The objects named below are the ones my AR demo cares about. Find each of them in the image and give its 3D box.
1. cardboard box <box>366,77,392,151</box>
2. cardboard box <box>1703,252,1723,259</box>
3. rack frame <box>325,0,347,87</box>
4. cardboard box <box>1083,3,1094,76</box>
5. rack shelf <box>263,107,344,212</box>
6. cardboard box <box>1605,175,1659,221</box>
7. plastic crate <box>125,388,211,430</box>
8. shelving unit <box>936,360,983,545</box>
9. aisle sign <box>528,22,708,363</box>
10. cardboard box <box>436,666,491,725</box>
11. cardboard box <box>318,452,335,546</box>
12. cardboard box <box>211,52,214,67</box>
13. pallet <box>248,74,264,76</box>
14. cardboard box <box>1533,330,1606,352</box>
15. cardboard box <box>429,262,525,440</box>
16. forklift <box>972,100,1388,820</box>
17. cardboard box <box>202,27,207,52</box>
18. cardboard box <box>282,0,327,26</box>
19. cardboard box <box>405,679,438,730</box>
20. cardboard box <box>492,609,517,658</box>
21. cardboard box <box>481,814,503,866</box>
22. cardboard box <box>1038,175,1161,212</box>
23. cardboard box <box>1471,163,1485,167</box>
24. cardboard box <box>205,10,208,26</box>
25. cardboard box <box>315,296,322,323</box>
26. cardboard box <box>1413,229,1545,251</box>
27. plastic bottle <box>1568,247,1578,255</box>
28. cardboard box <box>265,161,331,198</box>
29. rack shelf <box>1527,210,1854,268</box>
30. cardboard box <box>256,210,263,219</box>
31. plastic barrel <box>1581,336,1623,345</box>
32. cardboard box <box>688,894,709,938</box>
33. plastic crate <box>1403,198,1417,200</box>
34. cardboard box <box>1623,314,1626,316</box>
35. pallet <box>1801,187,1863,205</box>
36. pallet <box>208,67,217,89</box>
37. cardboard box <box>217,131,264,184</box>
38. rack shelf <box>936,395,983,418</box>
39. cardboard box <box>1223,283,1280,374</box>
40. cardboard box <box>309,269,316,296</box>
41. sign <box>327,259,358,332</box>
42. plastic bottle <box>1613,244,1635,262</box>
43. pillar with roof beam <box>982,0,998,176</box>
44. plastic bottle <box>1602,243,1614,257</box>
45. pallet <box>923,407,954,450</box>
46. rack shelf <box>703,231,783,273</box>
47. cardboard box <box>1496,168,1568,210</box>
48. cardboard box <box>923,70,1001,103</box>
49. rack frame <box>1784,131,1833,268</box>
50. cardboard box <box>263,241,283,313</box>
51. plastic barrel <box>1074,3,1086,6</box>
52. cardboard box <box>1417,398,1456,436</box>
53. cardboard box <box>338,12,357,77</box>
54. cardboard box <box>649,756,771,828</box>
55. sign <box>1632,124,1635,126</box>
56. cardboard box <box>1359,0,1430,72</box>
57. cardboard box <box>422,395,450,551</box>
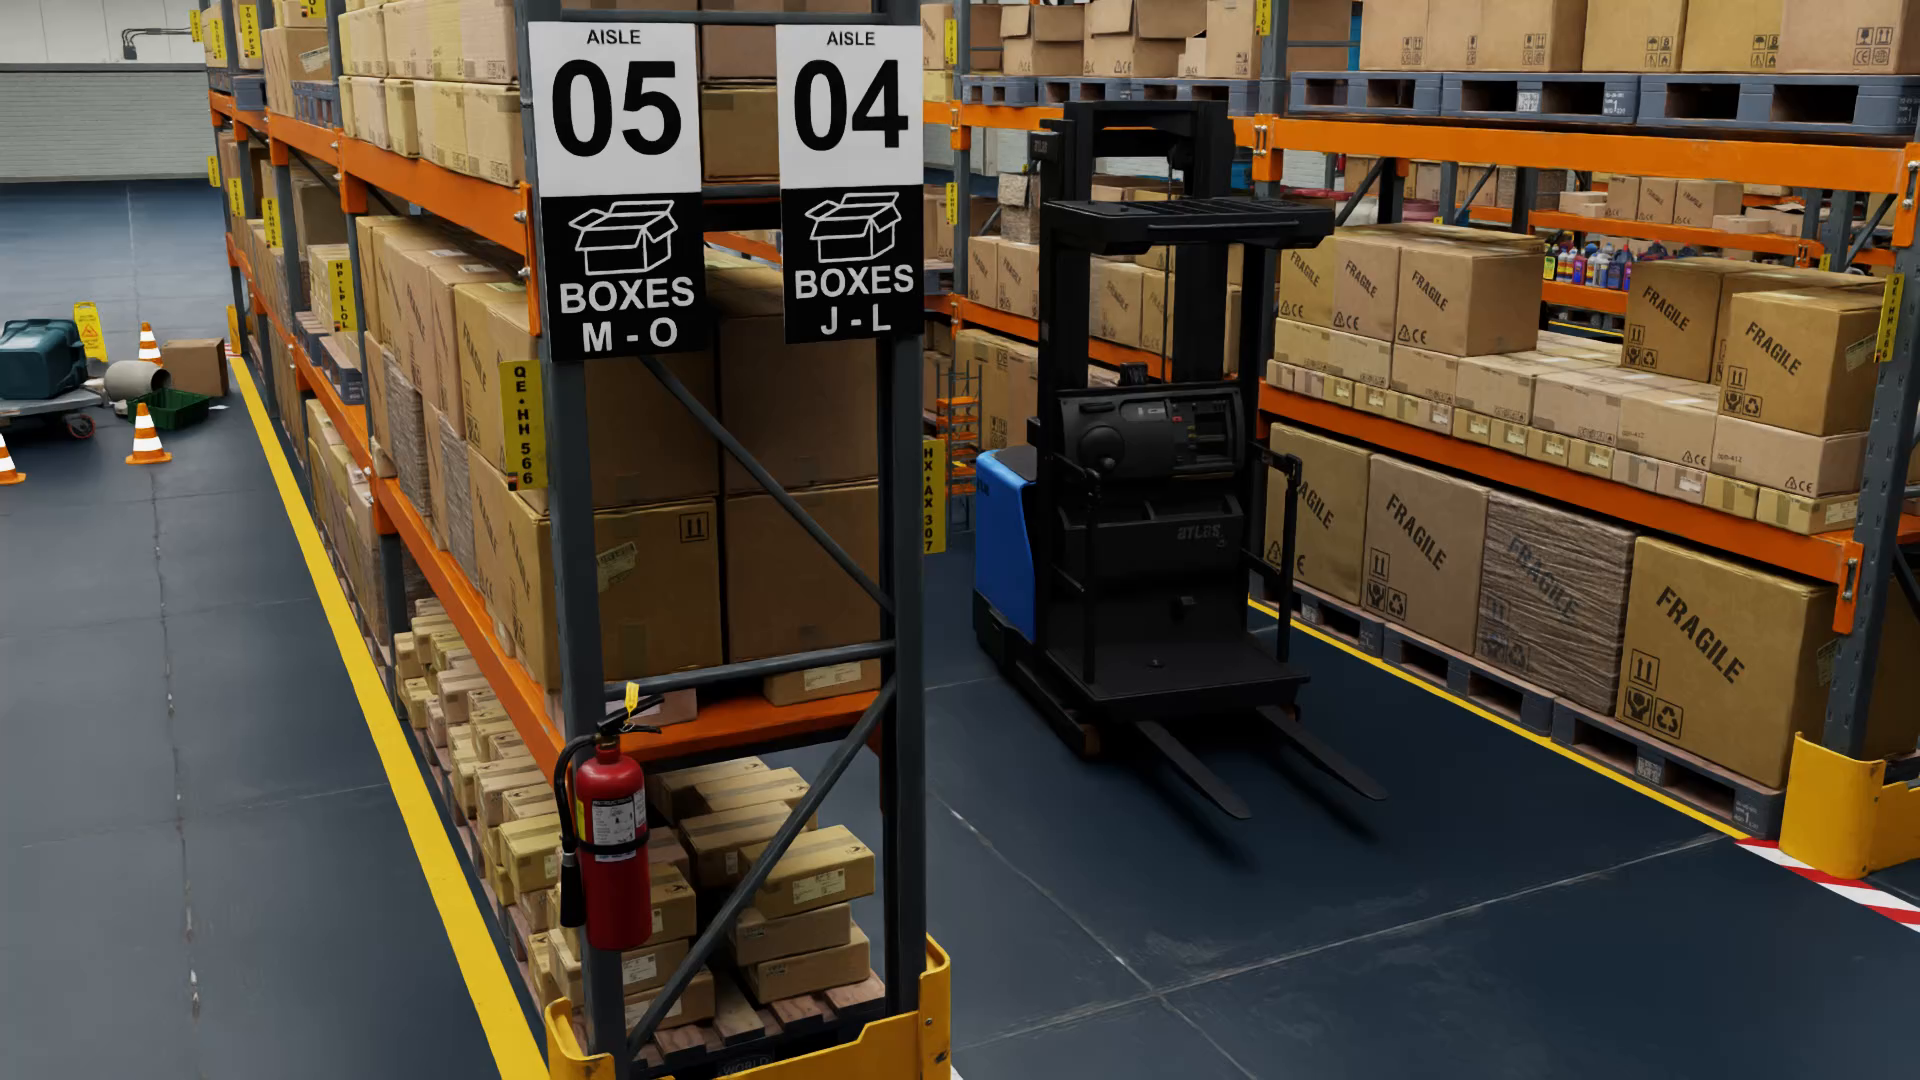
[{"bbox_3d":[-1.923,-1.597,6.212,0.500,0.250,0.500,-7,17,-23],"label":"cardboard box"},{"bbox_3d":[11.346,-4.223,24.898,0.380,0.149,0.250,-9,18,-29],"label":"cardboard box"},{"bbox_3d":[-2.327,-3.512,7.176,1.000,3.000,0.127,-8,18,-25],"label":"rack frame"},{"bbox_3d":[1.213,-3.541,11.770,0.500,0.500,0.500,-7,17,-22],"label":"cardboard box"},{"bbox_3d":[-3.203,-2.221,9.417,1.077,0.370,4.000,-8,18,-25],"label":"rack shelf"},{"bbox_3d":[8.130,-4.108,19.946,0.500,0.500,0.500,-6,17,-21],"label":"cardboard box"},{"bbox_3d":[-7.086,-1.173,14.895,0.450,0.188,0.662,11,16,1],"label":"plastic crate"},{"bbox_3d":[-0.006,-0.580,11.098,0.258,1.200,0.189,-8,18,-25],"label":"shelving unit"},{"bbox_3d":[-0.812,-0.832,4.000,0.394,0.787,0.004,-8,18,-25],"label":"aisle sign"},{"bbox_3d":[-1.967,0.631,6.941,0.380,0.149,0.250,-7,18,-24],"label":"cardboard box"},{"bbox_3d":[-3.776,-0.291,10.595,0.500,0.500,0.500,-7,18,-24],"label":"cardboard box"},{"bbox_3d":[-7.169,-4.739,16.400,0.380,0.149,0.250,-8,18,-25],"label":"cardboard box"},{"bbox_3d":[-5.386,-3.741,13.758,0.805,0.209,1.217,-8,18,-27],"label":"pallet"},{"bbox_3d":[3.058,-0.942,8.827,0.500,0.250,0.500,-7,18,-24],"label":"cardboard box"},{"bbox_3d":[-1.457,-0.645,5.529,0.500,0.500,0.500,-7,17,-22],"label":"cardboard box"},{"bbox_3d":[0.986,-0.516,7.734,1.130,2.935,3.031,-5,17,-16],"label":"forklift"},{"bbox_3d":[-7.604,-5.216,17.342,0.500,0.250,0.500,-8,18,-25],"label":"cardboard box"},{"bbox_3d":[-3.777,-3.159,9.812,0.396,0.266,0.258,-8,18,-25],"label":"cardboard box"},{"bbox_3d":[-2.340,0.735,7.659,0.380,0.149,0.250,-7,17,-23],"label":"cardboard box"},{"bbox_3d":[-1.303,0.250,5.397,0.380,0.149,0.250,-7,17,-23],"label":"cardboard box"},{"bbox_3d":[-1.530,1.037,6.068,0.380,0.149,0.250,-7,18,-24],"label":"cardboard box"},{"bbox_3d":[1.012,-2.380,12.106,0.797,0.503,0.637,-7,18,-24],"label":"cardboard box"},{"bbox_3d":[6.927,-4.976,21.794,0.380,0.149,0.250,-8,18,-25],"label":"cardboard box"},{"bbox_3d":[-7.280,-5.185,16.510,0.380,0.149,0.250,-8,18,-26],"label":"cardboard box"},{"bbox_3d":[-3.948,-1.500,10.733,0.380,0.149,0.250,-7,17,-22],"label":"cardboard box"},{"bbox_3d":[2.833,-1.428,9.162,0.500,0.500,0.500,-7,18,-24],"label":"cardboard box"},{"bbox_3d":[5.572,-2.561,15.098,0.097,0.201,0.097,0,16,0],"label":"plastic bottle"},{"bbox_3d":[-5.382,-2.891,13.894,0.700,0.500,0.500,-8,18,-26],"label":"cardboard box"},{"bbox_3d":[8.454,-3.541,19.457,1.077,0.370,4.000,-8,18,-25],"label":"rack shelf"},{"bbox_3d":[-6.004,-2.775,15.209,0.875,0.550,0.550,-8,18,-25],"label":"cardboard box"},{"bbox_3d":[5.600,-1.437,14.430,0.600,0.588,0.708,-8,18,-25],"label":"plastic barrel"},{"bbox_3d":[-0.820,1.247,5.874,0.380,0.149,0.250,-7,18,-24],"label":"cardboard box"},{"bbox_3d":[4.443,-3.262,17.063,0.402,0.464,0.583,-8,18,-25],"label":"plastic crate"},{"bbox_3d":[8.206,-2.752,19.626,0.500,0.250,0.500,-7,18,-24],"label":"cardboard box"},{"bbox_3d":[12.233,-4.683,22.480,1.003,0.211,1.213,-8,18,-25],"label":"pallet"},{"bbox_3d":[-7.250,-4.821,17.334,1.003,0.211,1.213,-8,18,-25],"label":"pallet"},{"bbox_3d":[-7.457,-4.099,17.866,0.875,0.550,0.550,-8,18,-25],"label":"cardboard box"},{"bbox_3d":[-0.006,-0.884,11.011,0.258,0.103,0.180,-8,18,-25],"label":"rack shelf"},{"bbox_3d":[1.725,-1.334,10.280,0.500,0.500,0.500,-8,18,-25],"label":"cardboard box"},{"bbox_3d":[-4.048,-1.701,10.894,0.380,0.149,0.250,-7,17,-22],"label":"cardboard box"},{"bbox_3d":[-2.824,-1.117,7.607,0.100,0.325,0.005,-8,18,-25],"label":"sign"},{"bbox_3d":[5.527,-2.291,13.886,0.144,0.351,0.185,-8,18,-25],"label":"plastic bottle"},{"bbox_3d":[-3.023,-14.220,44.488,9.100,9.000,0.400,-8,18,-25],"label":"pillar with roof beam"},{"bbox_3d":[5.742,-2.498,14.752,0.097,0.271,0.097,0,16,0],"label":"plastic bottle"},{"bbox_3d":[0.082,-1.049,14.522,1.003,0.211,1.213,-8,18,-25],"label":"pallet"},{"bbox_3d":[-2.205,-3.337,18.745,1.077,0.370,4.000,-8,18,-25],"label":"rack shelf"},{"bbox_3d":[7.378,-4.540,21.453,0.700,0.500,0.500,-8,18,-26],"label":"cardboard box"},{"bbox_3d":[-0.005,-3.653,13.376,0.500,0.250,0.500,-8,18,-25],"label":"cardboard box"},{"bbox_3d":[12.029,-4.982,23.175,1.000,3.000,0.127,-8,18,-25],"label":"rack frame"},{"bbox_3d":[-4.954,-1.996,12.586,0.500,0.500,0.500,-8,18,-26],"label":"cardboard box"},{"bbox_3d":[1.698,-6.522,21.562,0.600,0.830,0.708,-8,18,-25],"label":"plastic barrel"},{"bbox_3d":[2.575,-0.647,8.524,0.380,0.149,0.250,-7,18,-24],"label":"cardboard box"},{"bbox_3d":[-2.332,-2.090,7.025,0.500,0.250,0.500,-7,17,-23],"label":"cardboard box"},{"bbox_3d":[-0.906,0.891,6.035,0.380,0.149,0.250,-9,18,-28],"label":"cardboard box"},{"bbox_3d":[10.785,-6.745,26.644,0.100,0.325,0.005,-8,18,-25],"label":"sign"},{"bbox_3d":[2.573,-2.756,8.855,0.700,0.500,0.500,-9,18,-28],"label":"cardboard box"},{"bbox_3d":[-1.664,-0.286,6.089,0.500,0.500,0.500,-7,17,-22],"label":"cardboard box"}]
